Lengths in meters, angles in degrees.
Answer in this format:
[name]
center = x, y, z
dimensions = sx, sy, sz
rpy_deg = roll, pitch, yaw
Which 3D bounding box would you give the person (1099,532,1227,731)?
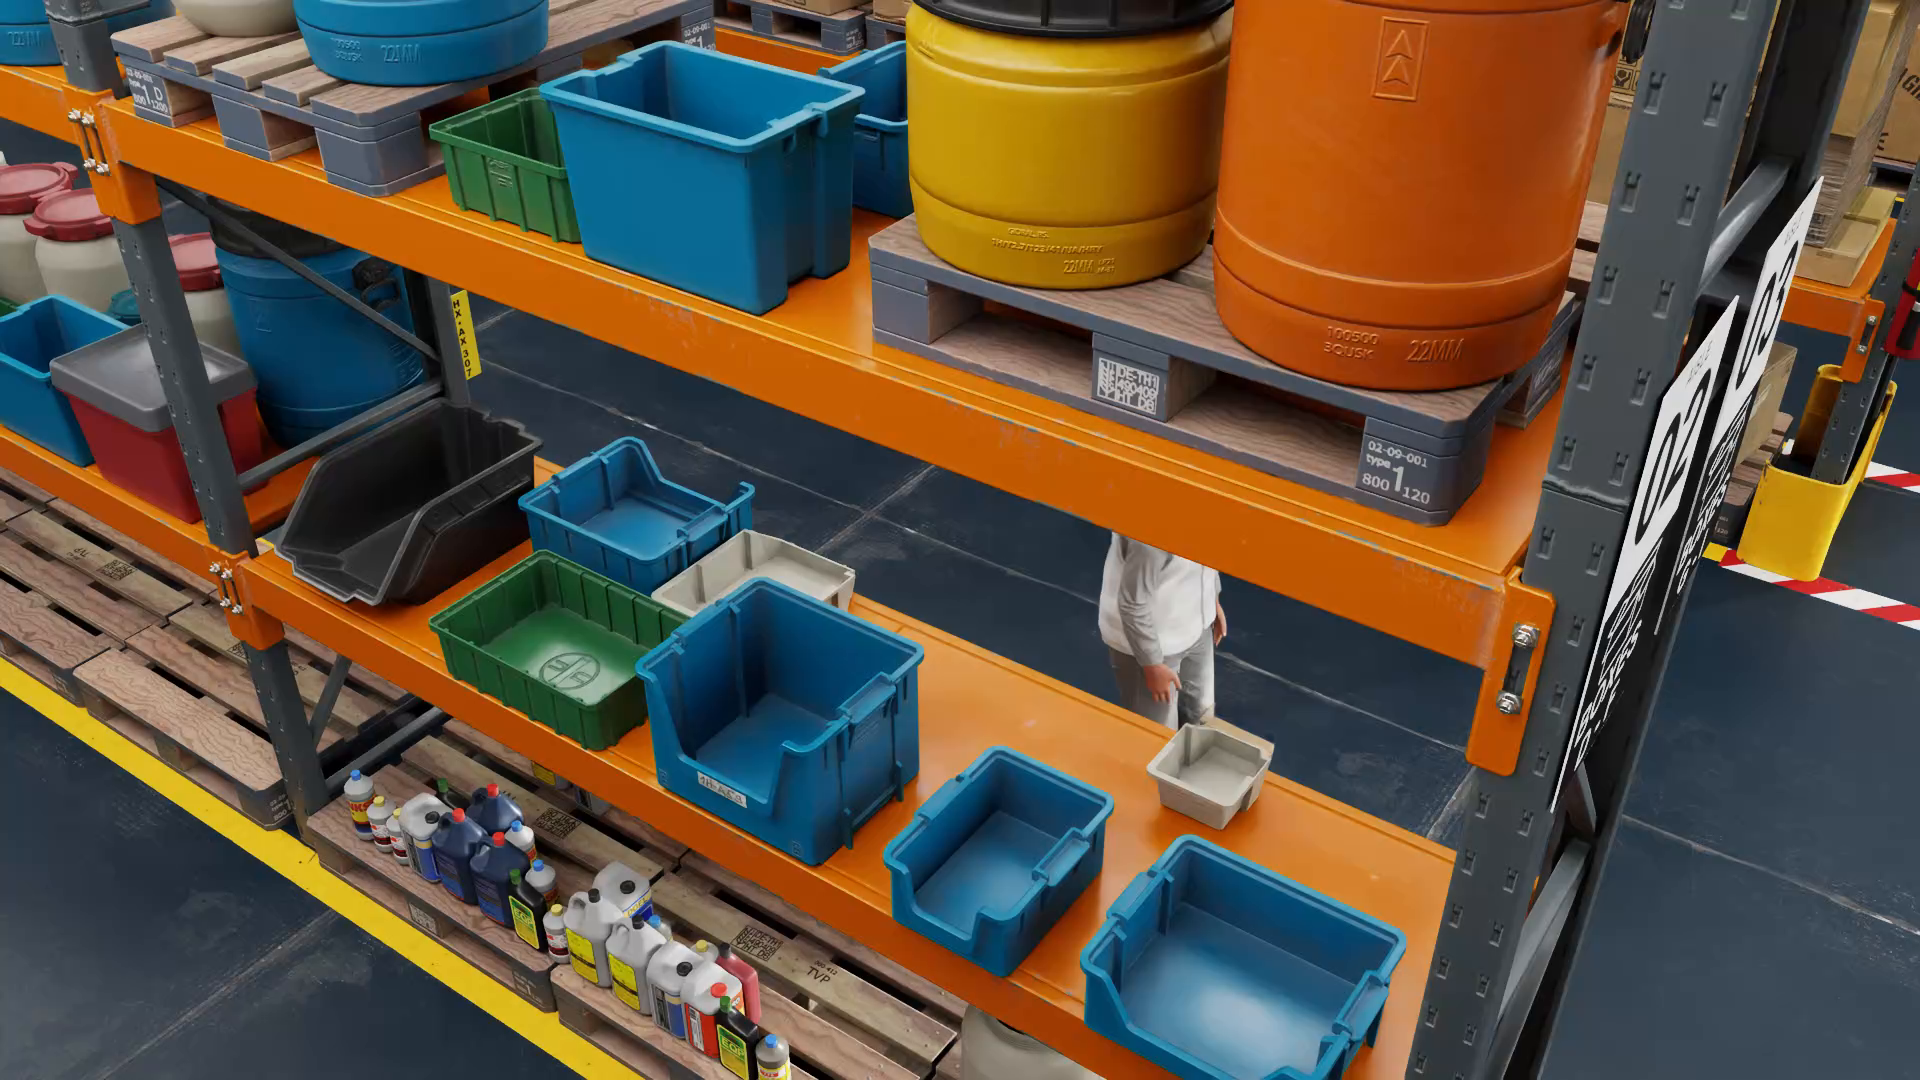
[person]
center = 0.718, 0.307, 5.668
dimensions = 0.473, 1.774, 0.565
rpy_deg = 20, 39, 27
